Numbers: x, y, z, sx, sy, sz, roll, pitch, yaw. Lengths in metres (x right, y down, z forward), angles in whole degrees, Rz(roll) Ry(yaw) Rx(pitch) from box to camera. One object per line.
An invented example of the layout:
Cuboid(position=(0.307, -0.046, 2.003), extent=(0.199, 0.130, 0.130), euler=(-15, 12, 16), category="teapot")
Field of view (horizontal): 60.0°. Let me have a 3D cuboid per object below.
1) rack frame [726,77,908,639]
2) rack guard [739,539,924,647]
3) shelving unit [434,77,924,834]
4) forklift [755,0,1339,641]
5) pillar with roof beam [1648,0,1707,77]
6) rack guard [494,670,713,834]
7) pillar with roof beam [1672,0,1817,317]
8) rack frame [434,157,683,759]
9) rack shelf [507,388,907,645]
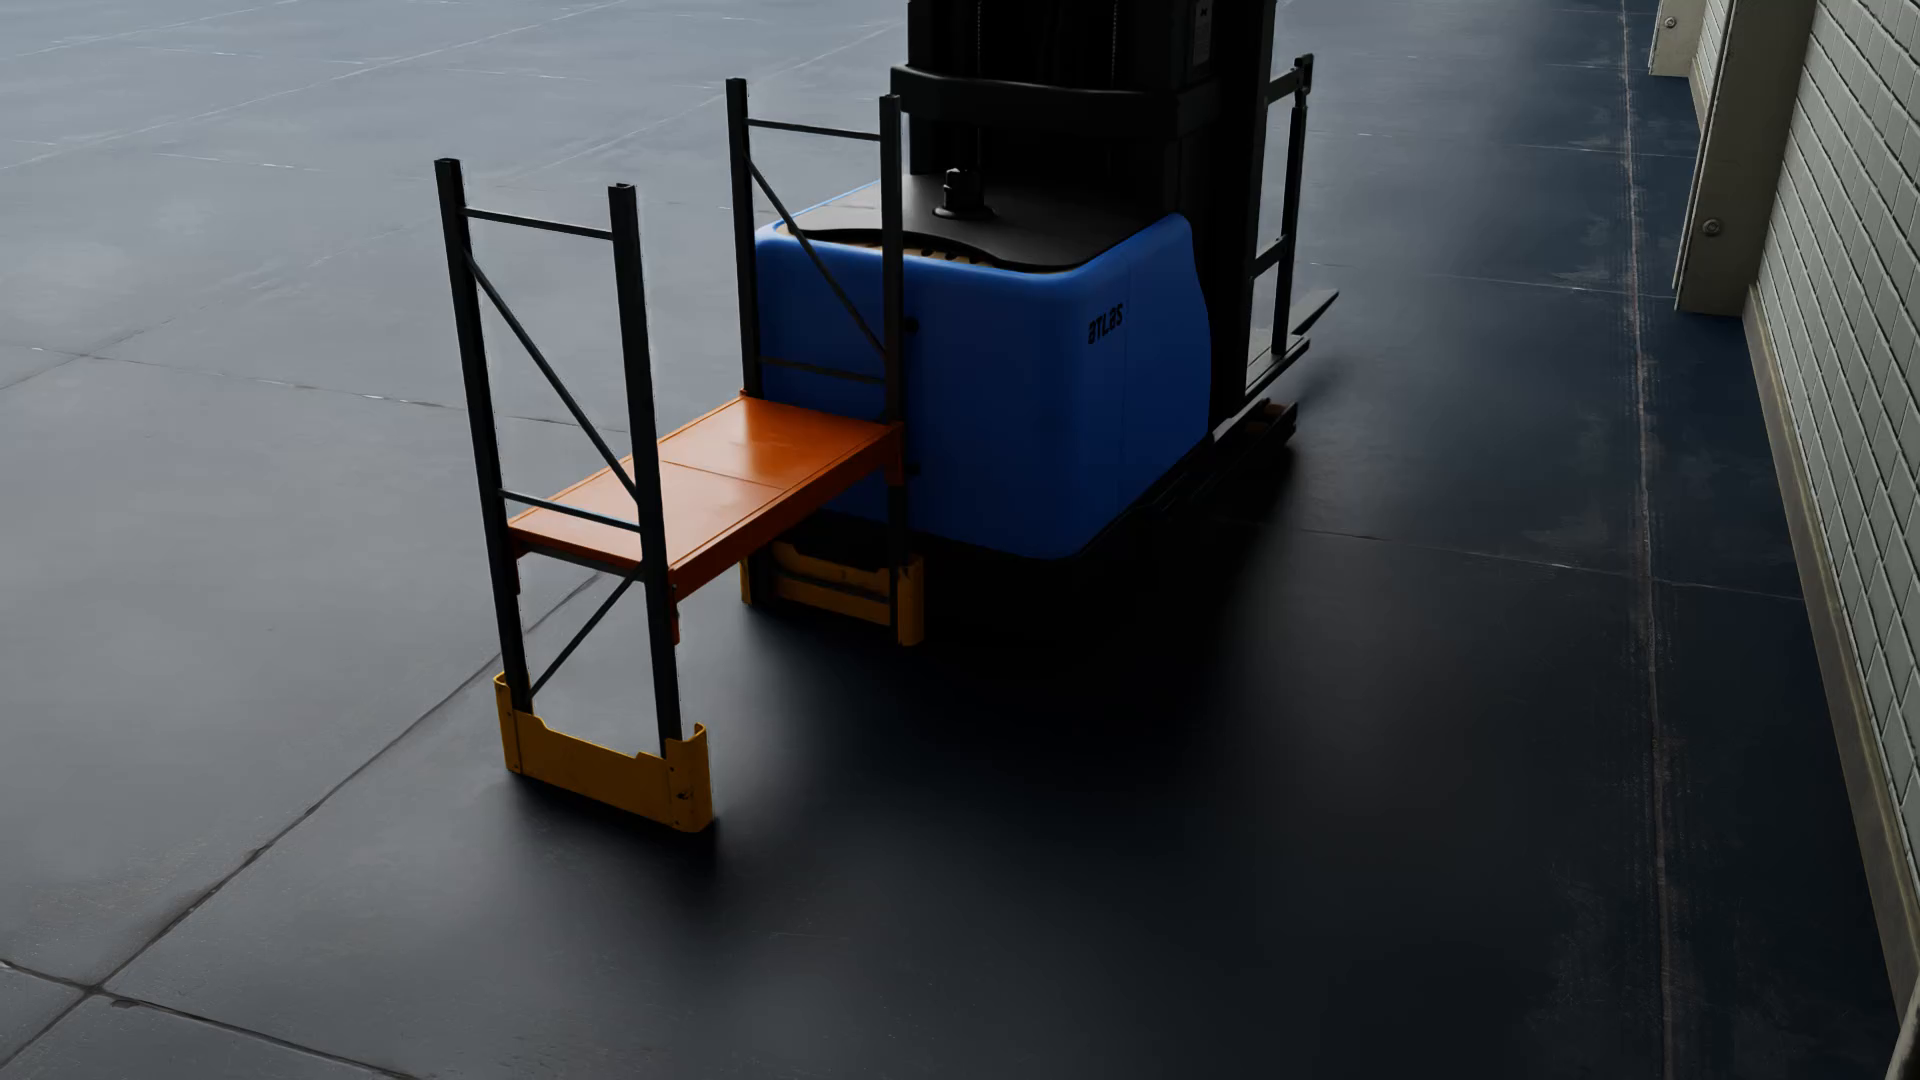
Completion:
Cuboid(position=(-0.370, -0.451, 4.460), extent=(0.500, 1.500, 0.032), euler=(13, 29, 26), category="rack frame")
Cuboid(position=(-0.371, 0.112, 4.731), extent=(0.587, 0.250, 0.087), euler=(13, 29, 26), category="rack guard")
Cuboid(position=(-0.610, -0.260, 4.065), extent=(0.587, 1.500, 1.083), euler=(13, 29, 26), category="shelving unit")
Cuboid(position=(0.546, -1.650, 5.295), extent=(1.130, 2.935, 3.031), euler=(13, 29, 26), category="forklift")
Cuboid(position=(1.307, -8.213, 11.887), extent=(9.100, 9.000, 0.400), euler=(9, 27, 17), category="pillar with roof beam")
Cuboid(position=(-0.849, 0.493, 3.945), extent=(0.587, 0.250, 0.087), euler=(13, 29, 26), category="rack guard")
Cuboid(position=(-0.690, -5.747, 6.794), extent=(9.100, 9.000, 0.400), euler=(9, 27, 17), category="pillar with roof beam")
Cuboid(position=(-0.858, -0.062, 3.657), extent=(0.500, 1.500, 0.032), euler=(13, 29, 26), category="rack frame")
Cuboid(position=(-0.614, -0.094, 4.137), extent=(0.538, 0.185, 1.000), euler=(13, 29, 26), category="rack shelf")
